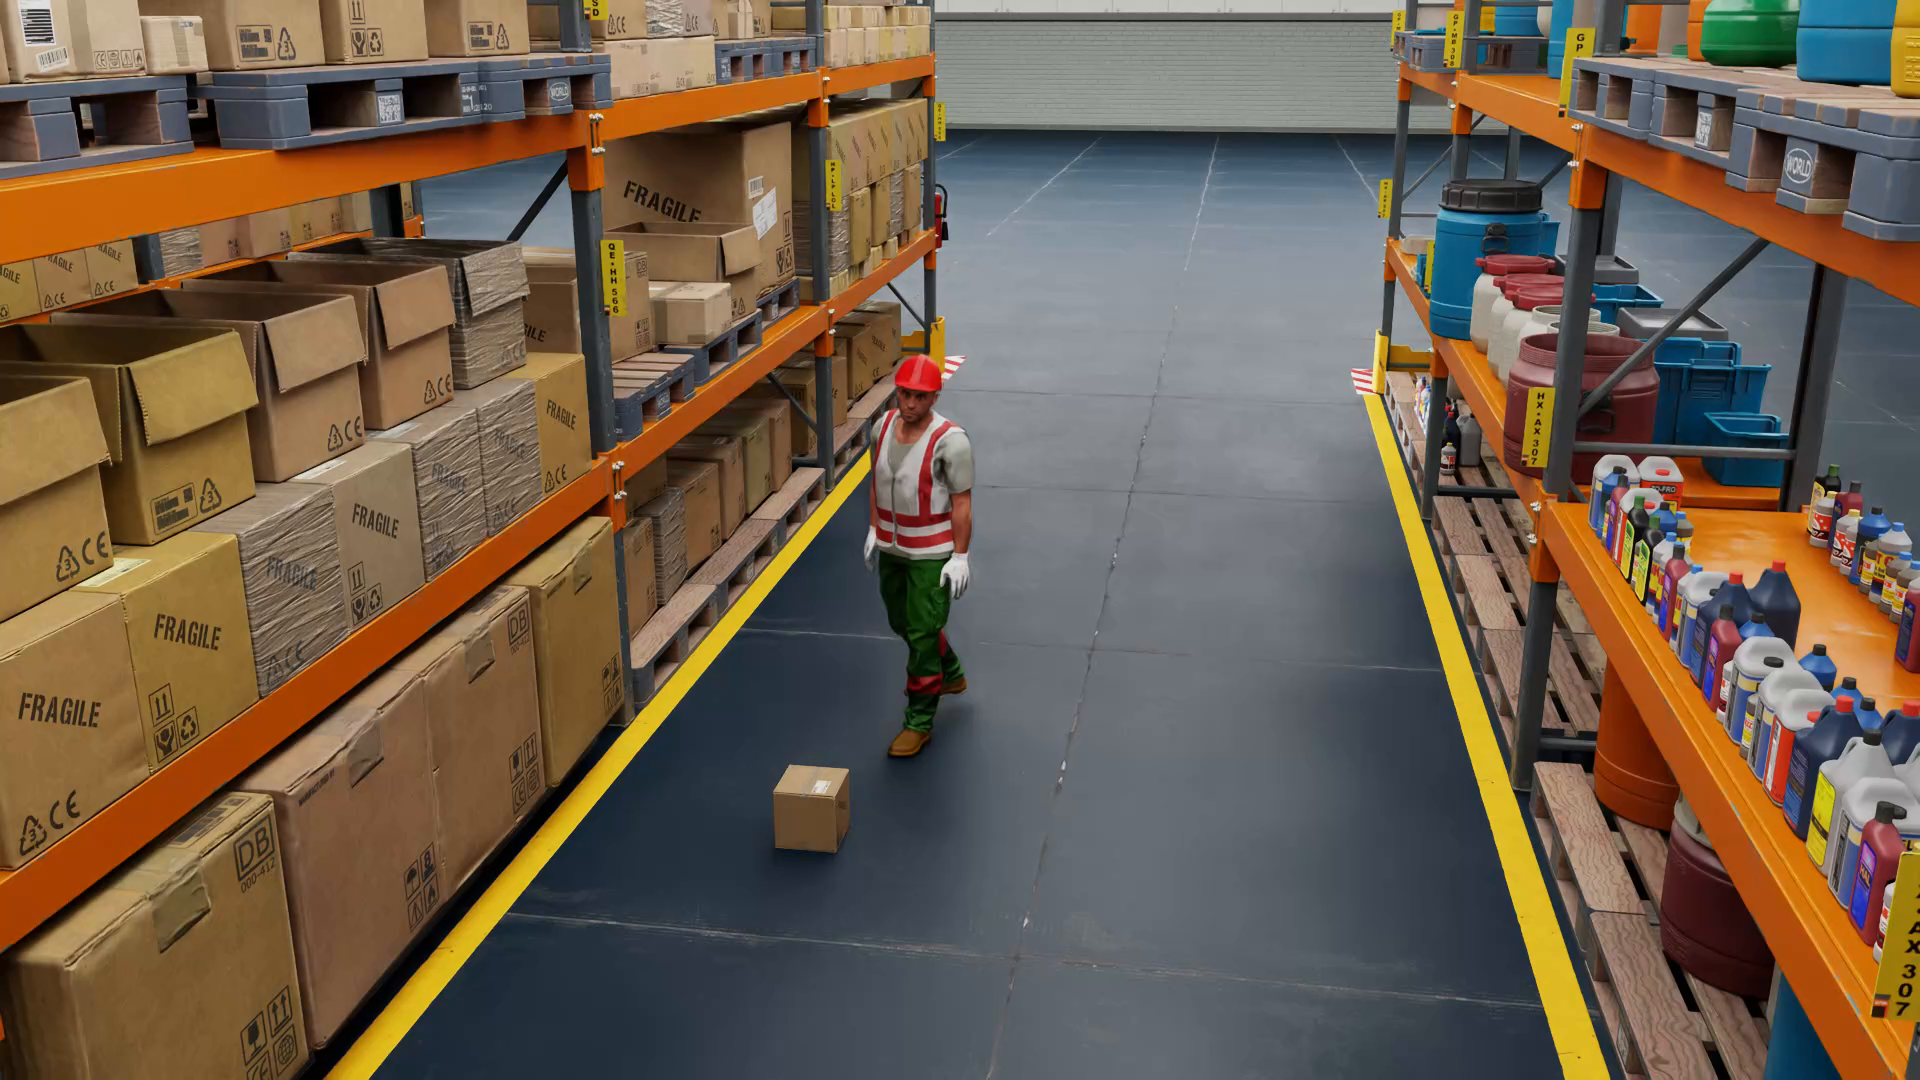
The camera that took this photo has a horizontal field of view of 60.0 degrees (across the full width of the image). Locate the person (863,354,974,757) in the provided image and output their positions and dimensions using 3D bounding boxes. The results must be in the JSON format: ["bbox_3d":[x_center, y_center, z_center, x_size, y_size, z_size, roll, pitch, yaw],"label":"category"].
[{"bbox_3d":[-0.157,0.032,7.410,0.574,1.781,0.685,15,23,39],"label":"person"}]
